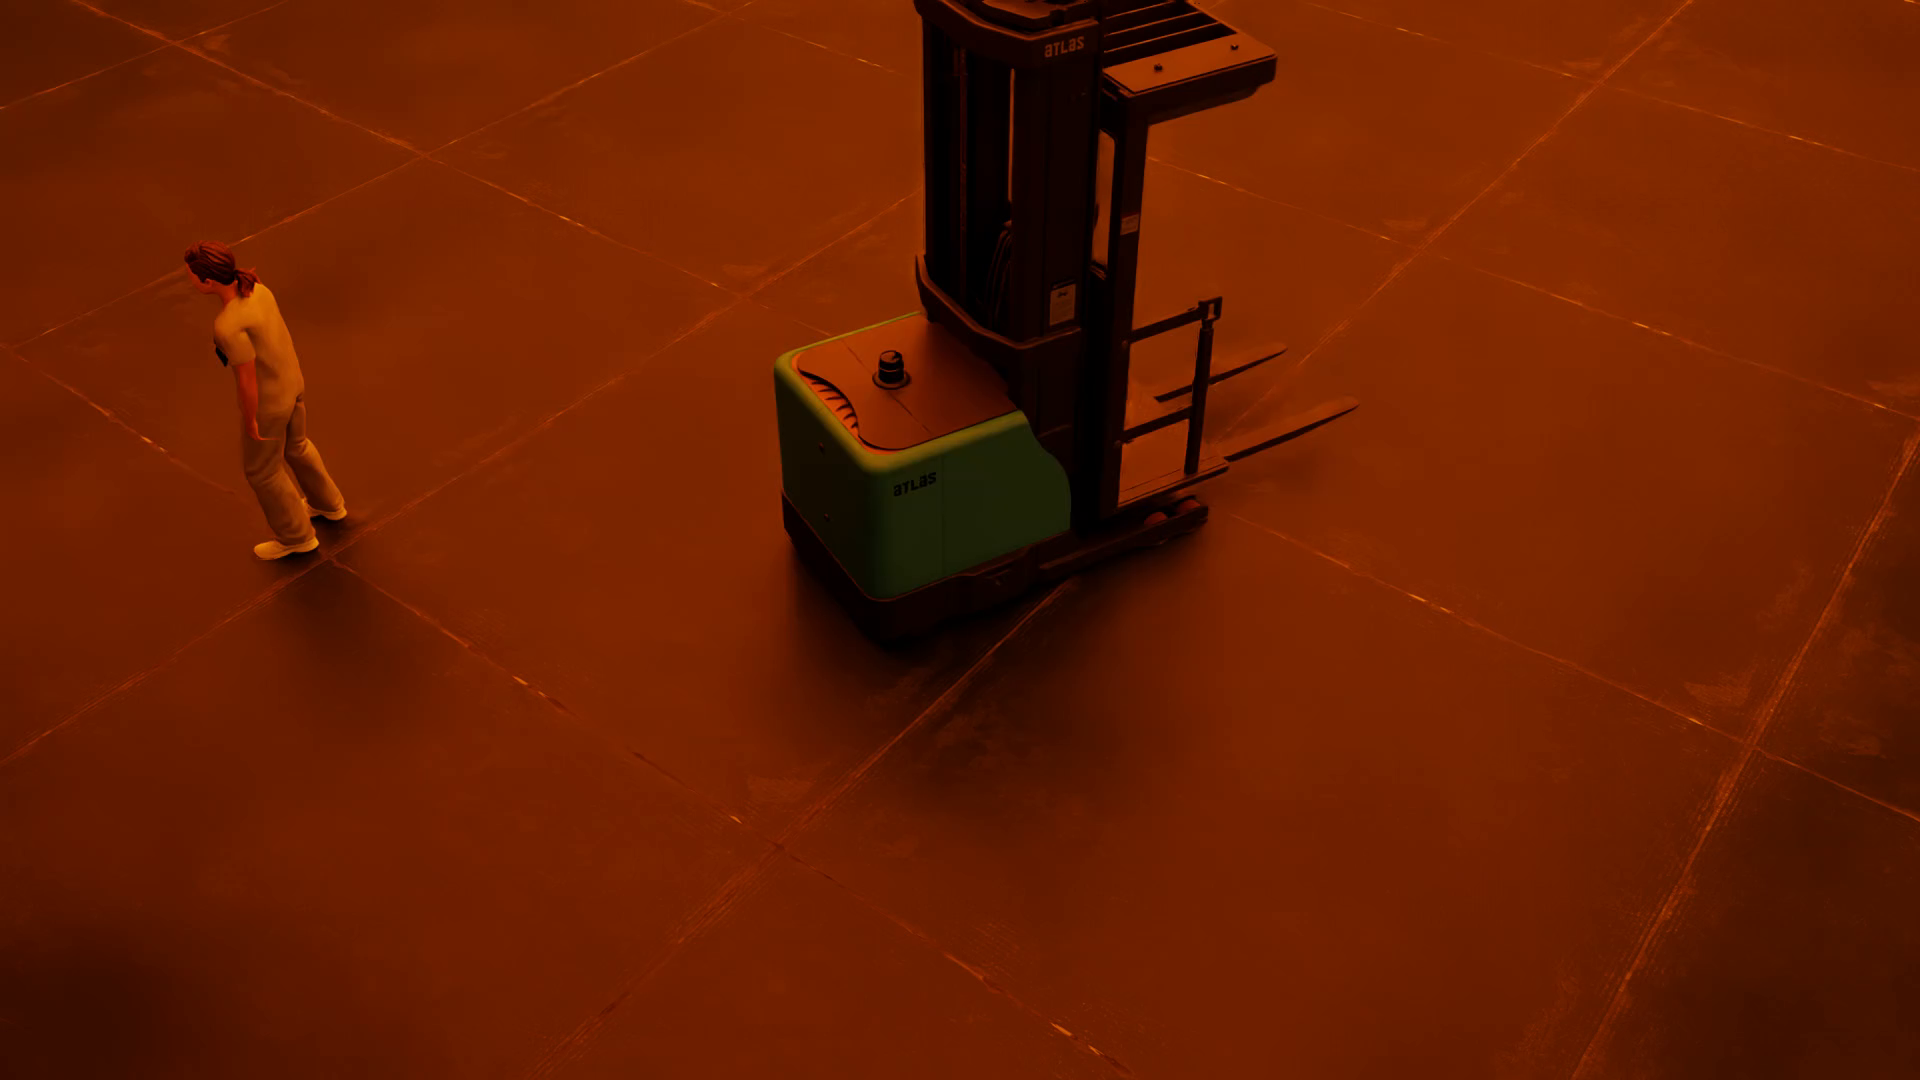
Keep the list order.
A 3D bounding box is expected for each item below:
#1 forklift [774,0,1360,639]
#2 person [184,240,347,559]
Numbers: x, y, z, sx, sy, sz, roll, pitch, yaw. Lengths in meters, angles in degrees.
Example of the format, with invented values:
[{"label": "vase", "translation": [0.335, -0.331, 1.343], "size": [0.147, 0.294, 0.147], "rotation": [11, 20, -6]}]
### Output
[{"label": "forklift", "translation": [0.656, -1.364, 7.674], "size": [3.031, 2.935, 1.130], "rotation": [-21, 45, -23]}, {"label": "person", "translation": [-3.298, -0.675, 7.845], "size": [0.391, 1.677, 0.497], "rotation": [1, 40, 2]}]
